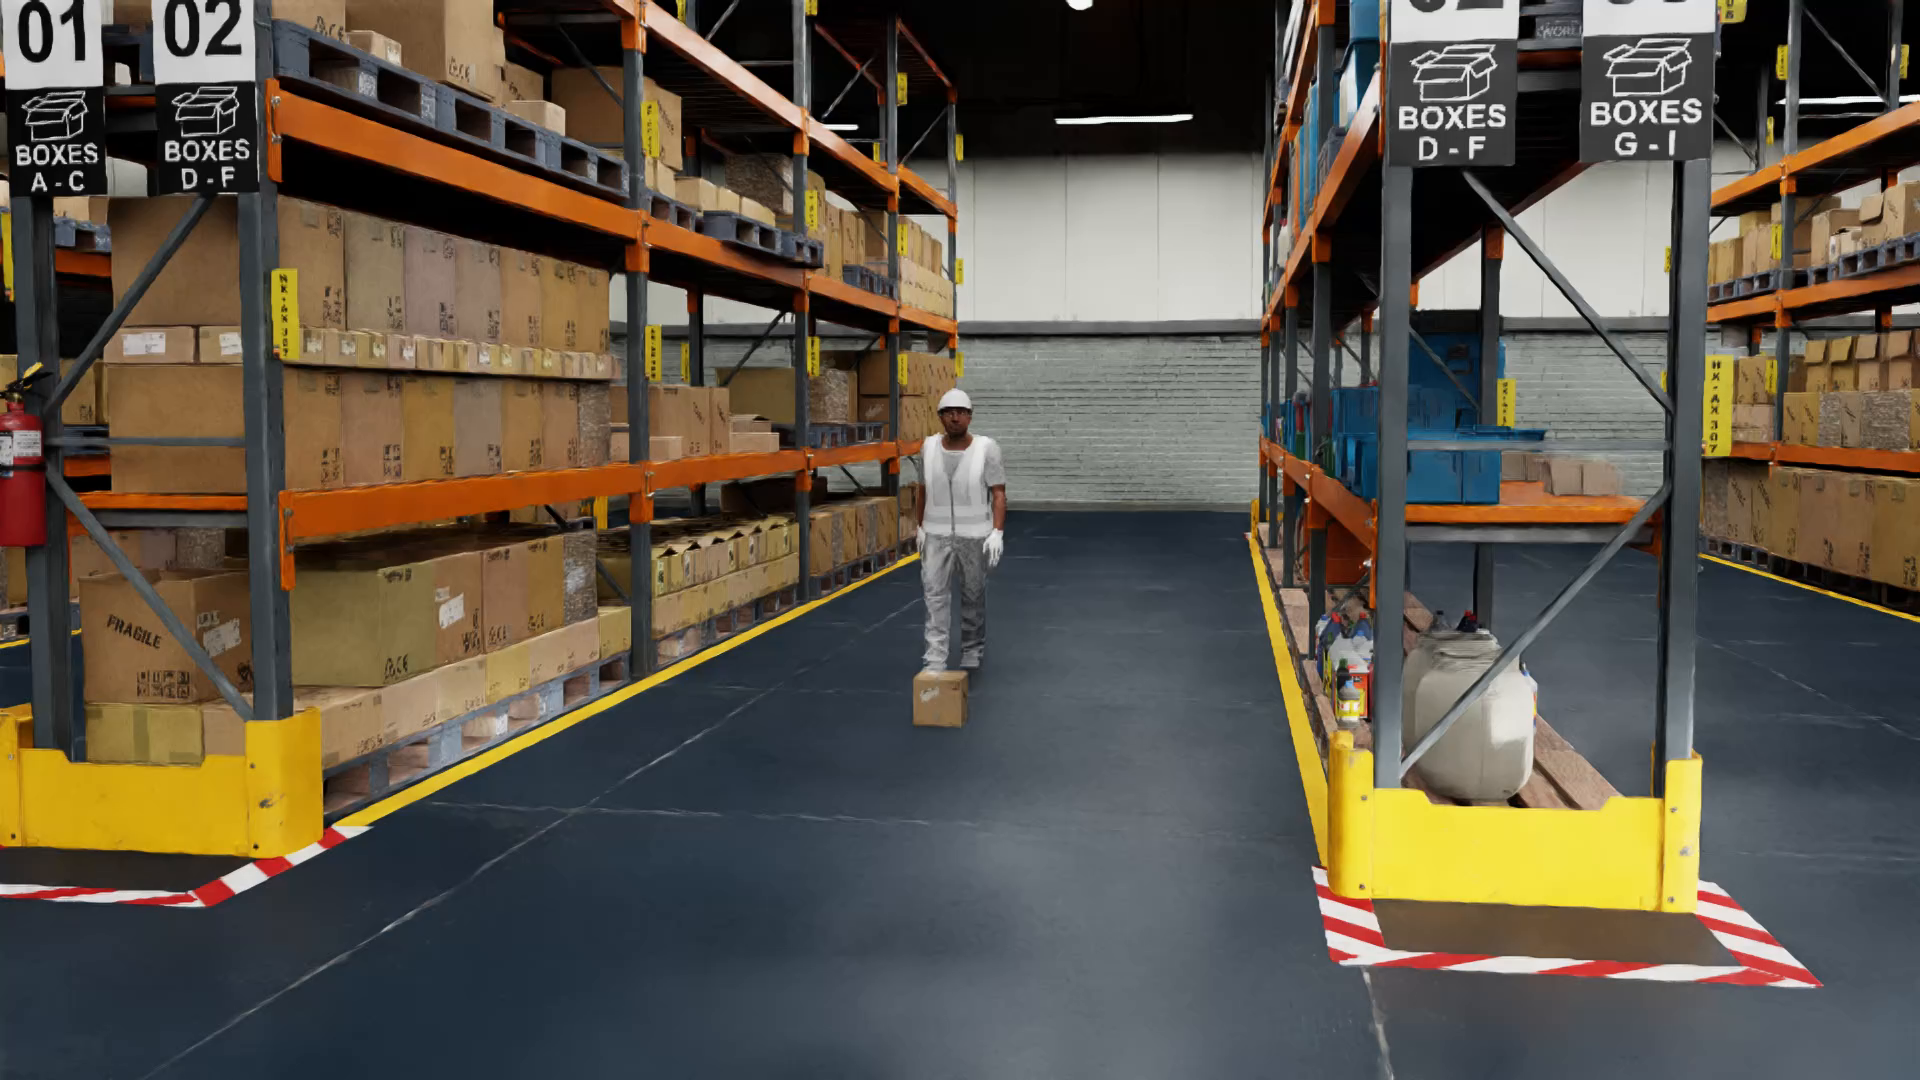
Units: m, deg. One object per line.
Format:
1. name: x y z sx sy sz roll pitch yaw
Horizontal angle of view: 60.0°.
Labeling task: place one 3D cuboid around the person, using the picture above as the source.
1. person: -0.013 -0.037 9.926 0.584 1.727 0.992 1 4 7
